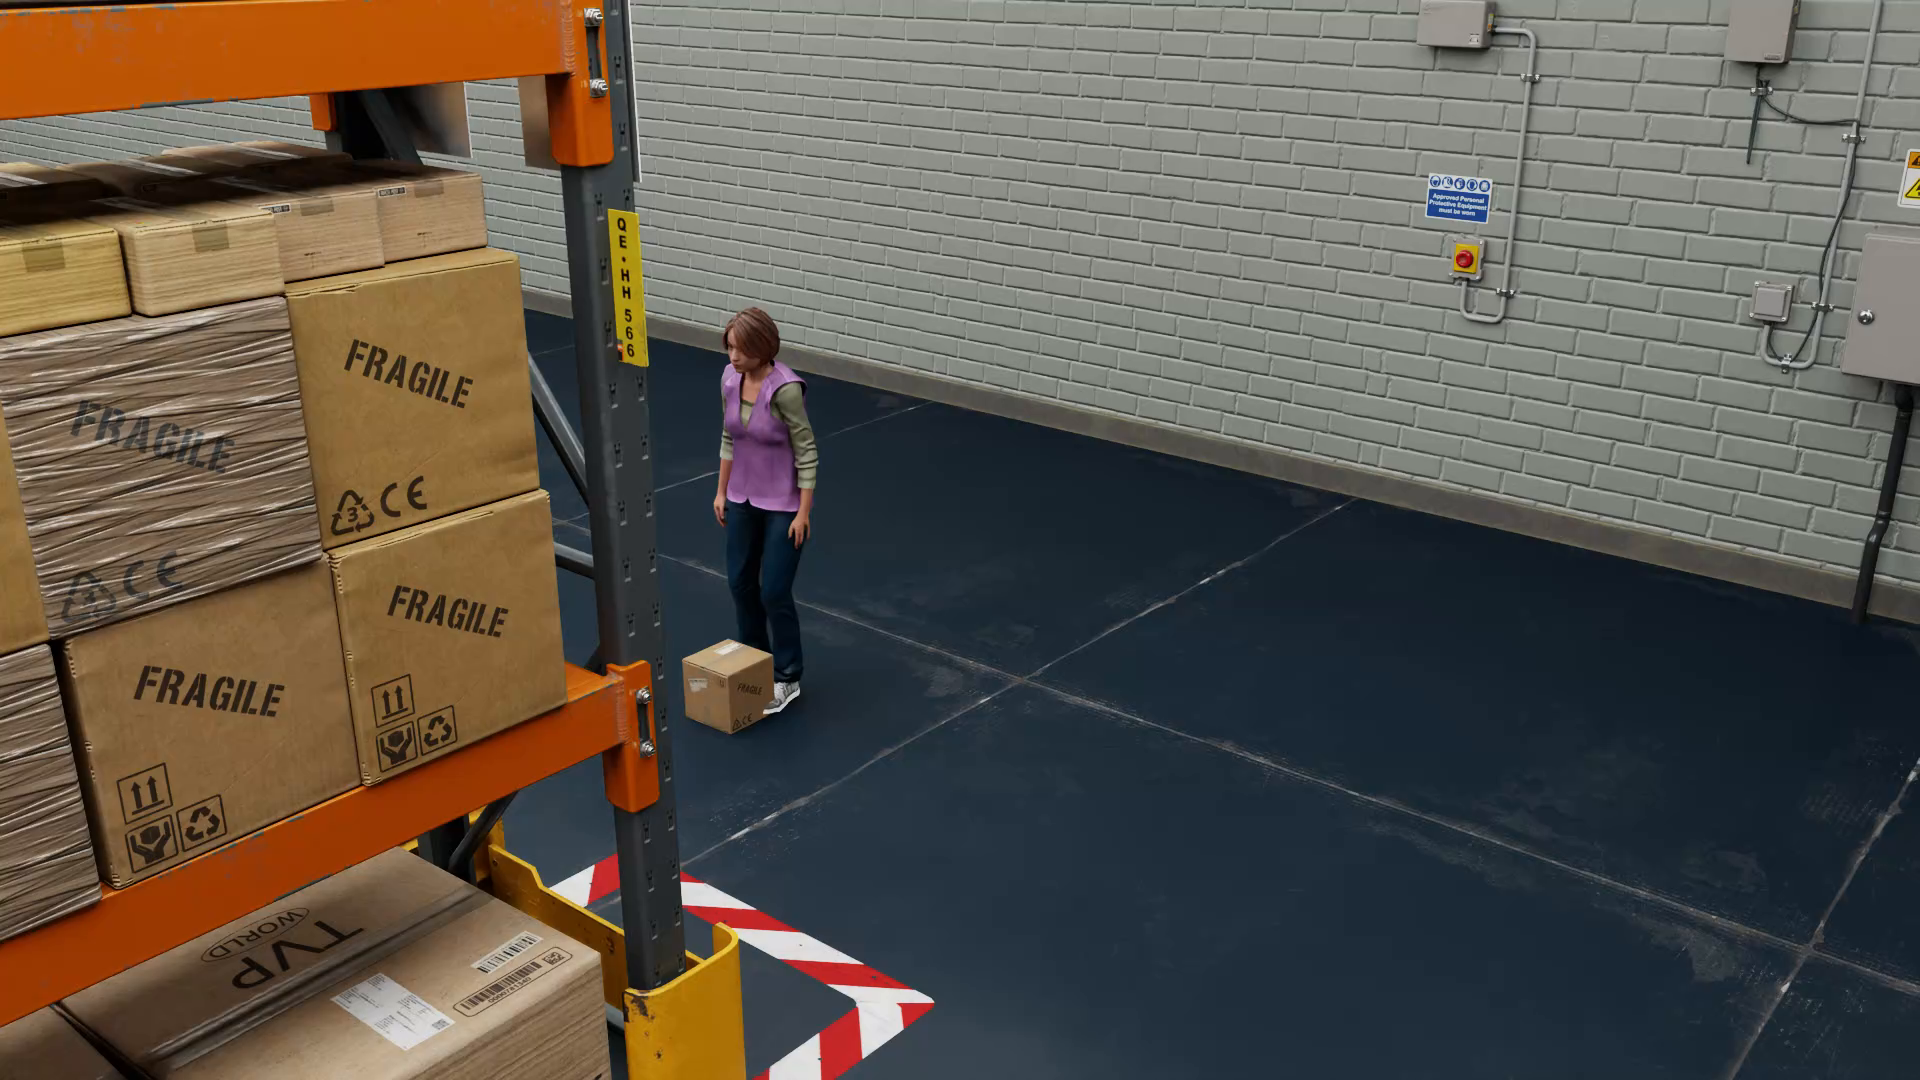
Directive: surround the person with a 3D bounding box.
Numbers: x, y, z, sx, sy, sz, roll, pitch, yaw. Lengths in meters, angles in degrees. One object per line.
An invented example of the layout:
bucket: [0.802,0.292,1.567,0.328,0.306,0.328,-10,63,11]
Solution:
person: [-0.766,-0.116,6.418,0.474,1.581,0.367,15,25,35]
